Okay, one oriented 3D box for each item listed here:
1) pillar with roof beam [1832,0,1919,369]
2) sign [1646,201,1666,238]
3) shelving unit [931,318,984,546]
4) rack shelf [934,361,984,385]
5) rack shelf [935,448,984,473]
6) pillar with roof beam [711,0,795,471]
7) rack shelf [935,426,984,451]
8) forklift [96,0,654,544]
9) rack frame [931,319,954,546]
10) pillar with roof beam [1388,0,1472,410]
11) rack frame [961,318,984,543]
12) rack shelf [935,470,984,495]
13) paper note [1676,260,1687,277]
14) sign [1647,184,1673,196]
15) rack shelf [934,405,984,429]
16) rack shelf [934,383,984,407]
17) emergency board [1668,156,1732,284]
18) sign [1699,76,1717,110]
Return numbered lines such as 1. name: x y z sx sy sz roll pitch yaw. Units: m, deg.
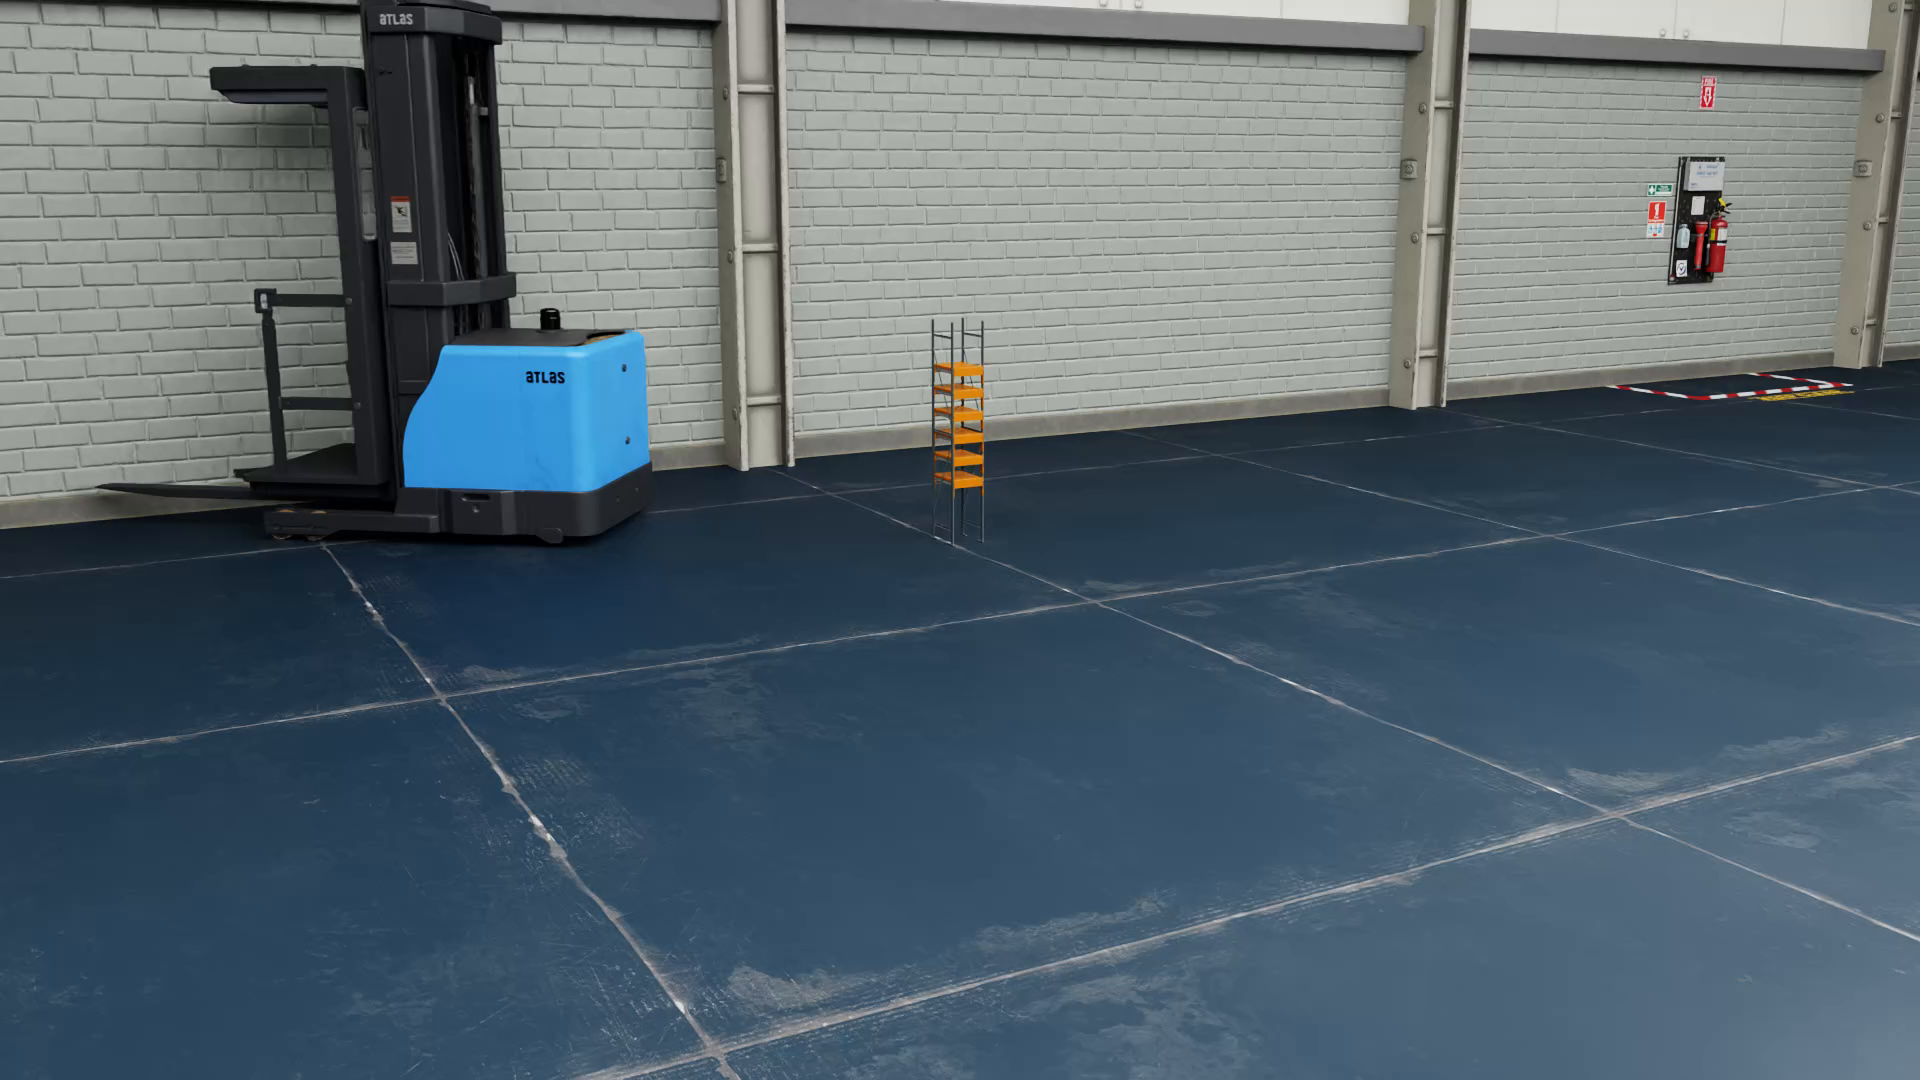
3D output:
1. pillar with roof beam: 11.225 -5.338 12.331 0.400 9.000 9.100 -7 14 -28
2. sign: 6.440 -2.967 15.380 0.234 0.329 0.001 -7 14 -28
3. shelving unit: -0.013 -0.584 8.971 0.189 1.200 0.258 -7 14 -28
4. rack shelf: -0.013 -0.892 8.901 0.180 0.103 0.258 -7 14 -28
5. rack shelf: -0.013 -0.423 9.007 0.180 0.103 0.258 -7 14 -28
6. pillar with roof beam: 0.692 -4.075 6.722 0.400 9.000 9.100 -7 14 -28
7. rack shelf: -0.013 -0.540 8.980 0.180 0.103 0.258 -7 14 -28
8. forklift: -3.362 -1.537 9.265 3.031 2.935 1.130 2 13 8
9. rack frame: -0.093 -0.574 8.928 0.006 1.200 0.240 -7 14 -28
10. pillar with roof beam: 5.958 -4.706 9.526 0.400 9.000 9.100 -7 14 -28
11. rack frame: 0.068 -0.593 9.013 0.006 1.200 0.240 -7 14 -28
12. rack shelf: -0.013 -0.306 9.033 0.180 0.103 0.258 -7 14 -28
13. paper note: 6.786 -2.553 15.627 0.142 0.148 0.016 -7 14 -28
14. sign: 6.448 -3.224 15.316 0.331 0.109 0.001 -7 14 -28
15. rack shelf: -0.013 -0.658 8.954 0.180 0.103 0.258 -7 14 -28
16. rack shelf: -0.013 -0.775 8.928 0.180 0.103 0.258 -7 14 -28
17. emergency board: 6.975 -2.988 15.554 0.643 1.169 0.194 -7 14 -28
18. sign: 6.920 -4.137 15.381 0.199 0.298 0.001 -7 14 -28
